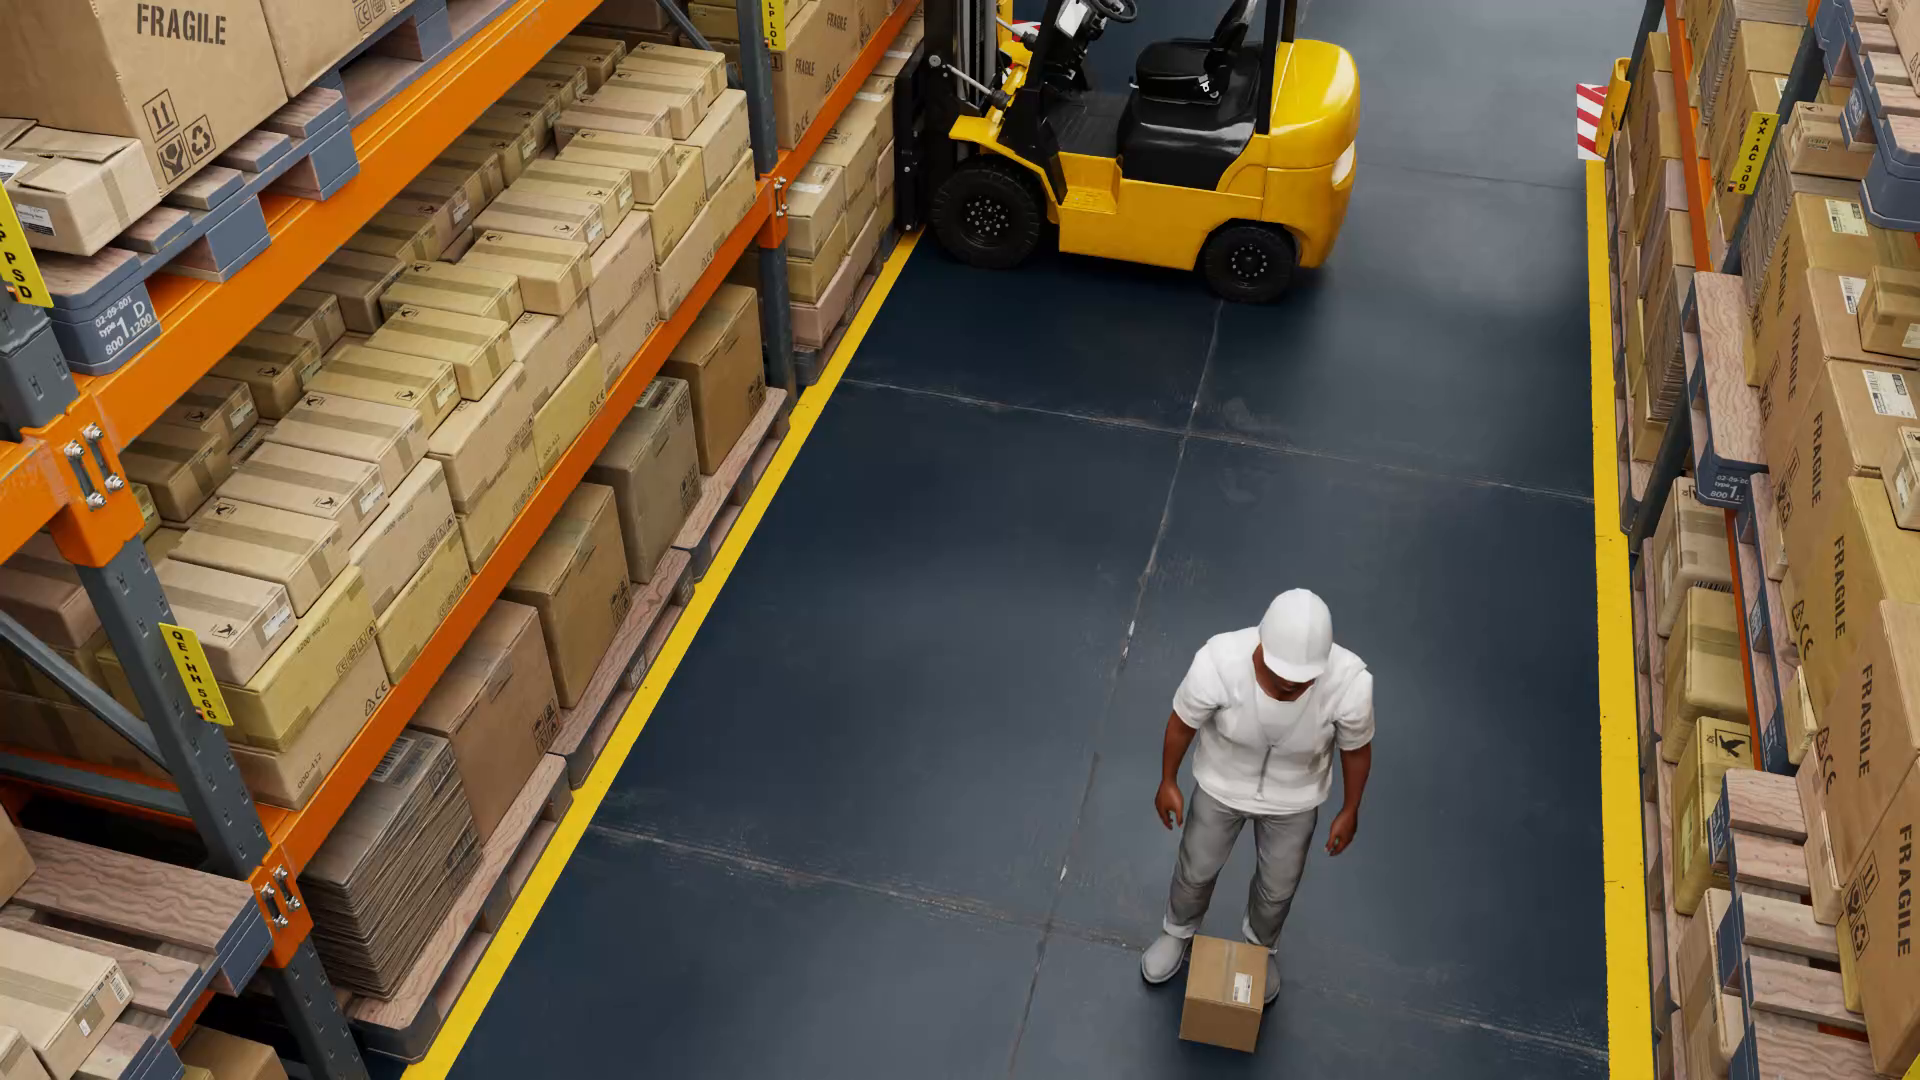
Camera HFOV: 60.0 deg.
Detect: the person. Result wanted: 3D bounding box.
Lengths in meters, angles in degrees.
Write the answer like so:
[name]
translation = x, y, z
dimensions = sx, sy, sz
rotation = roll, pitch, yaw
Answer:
[person]
translation = 0.937, 0.798, 5.219
dimensions = 0.636, 1.761, 0.454
rotation = 8, 41, 9
